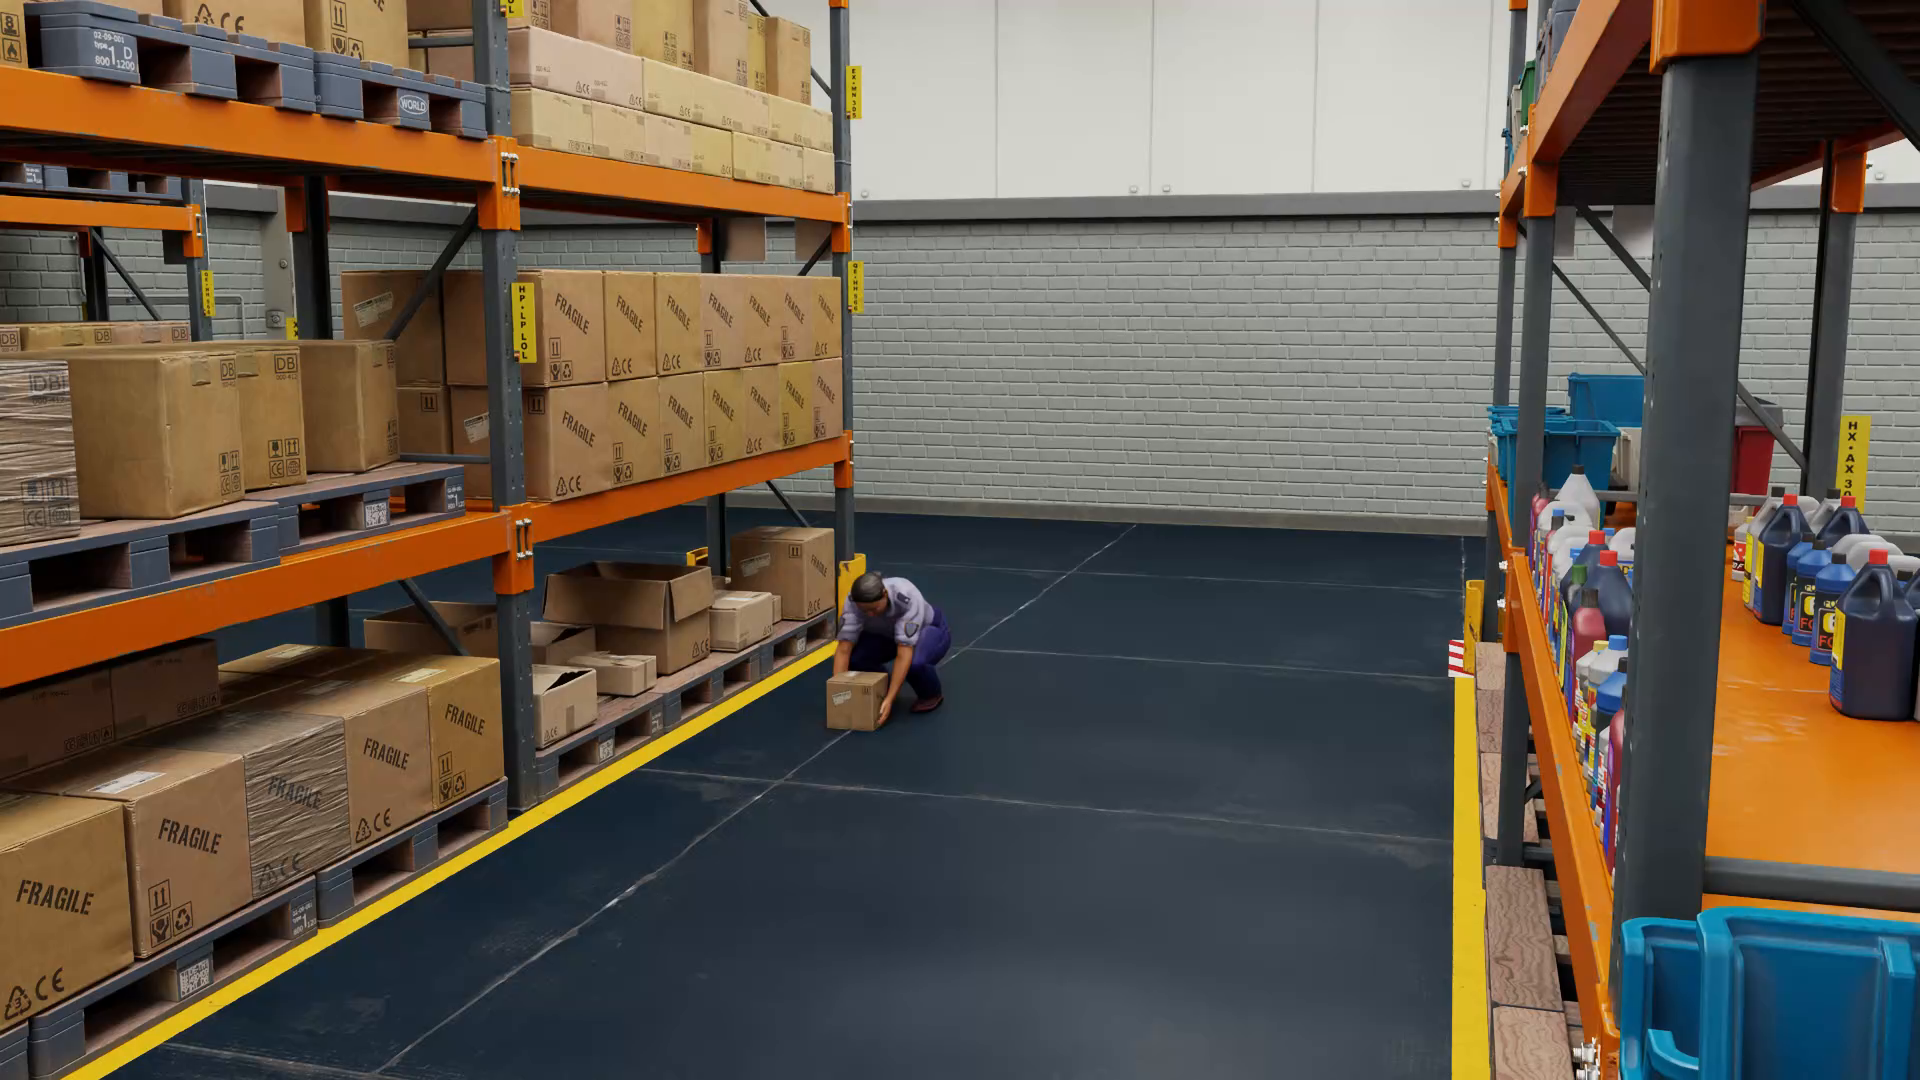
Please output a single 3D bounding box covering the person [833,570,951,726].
[{"bbox_3d":[-0.370,0.520,8.810,0.529,0.802,0.849,5,10,28],"label":"person"}]
